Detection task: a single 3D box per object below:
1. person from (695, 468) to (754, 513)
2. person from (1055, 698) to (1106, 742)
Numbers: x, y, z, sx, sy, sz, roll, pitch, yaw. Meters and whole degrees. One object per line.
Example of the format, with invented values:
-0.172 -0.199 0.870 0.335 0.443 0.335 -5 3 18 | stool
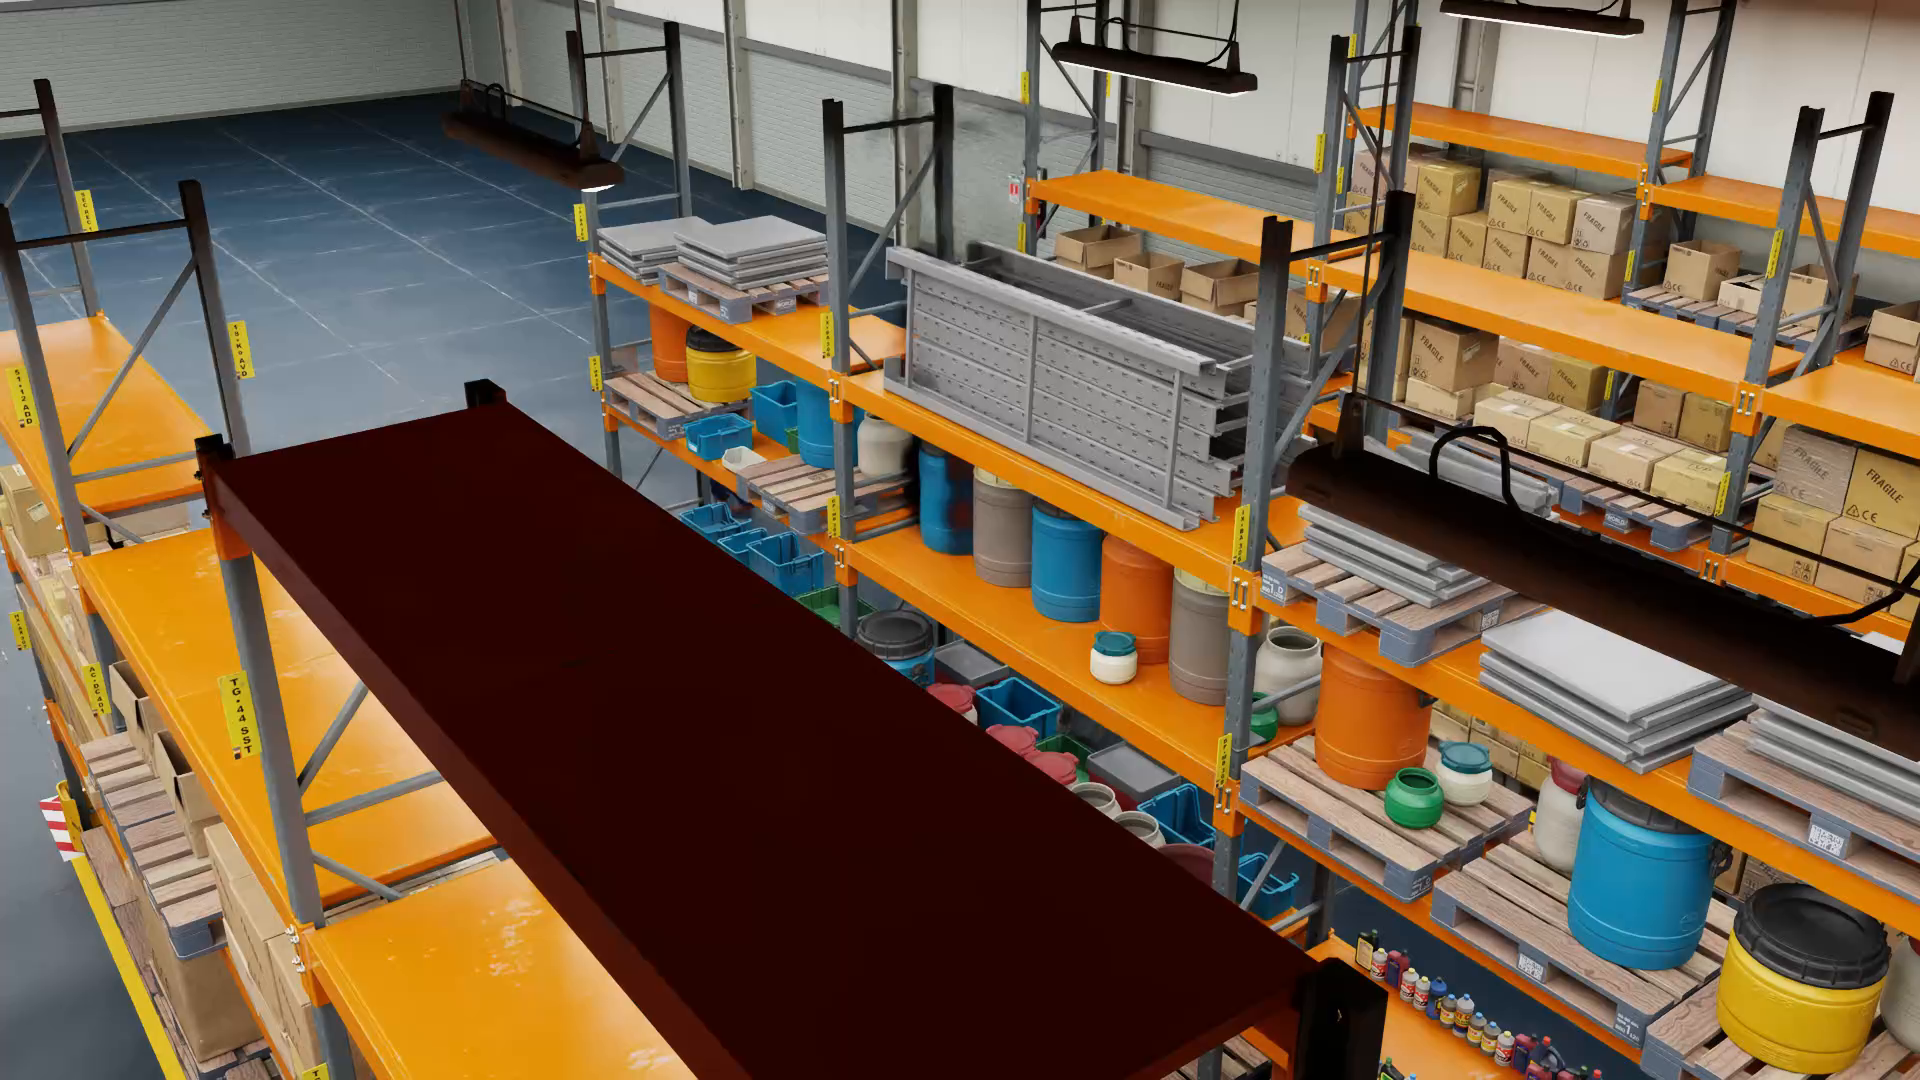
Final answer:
-2.787 -1.021 19.299 0.675 1.647 0.579 -10 26 -20 | person
1.098 1.022 14.722 0.684 1.758 0.806 -21 32 -38 | person
